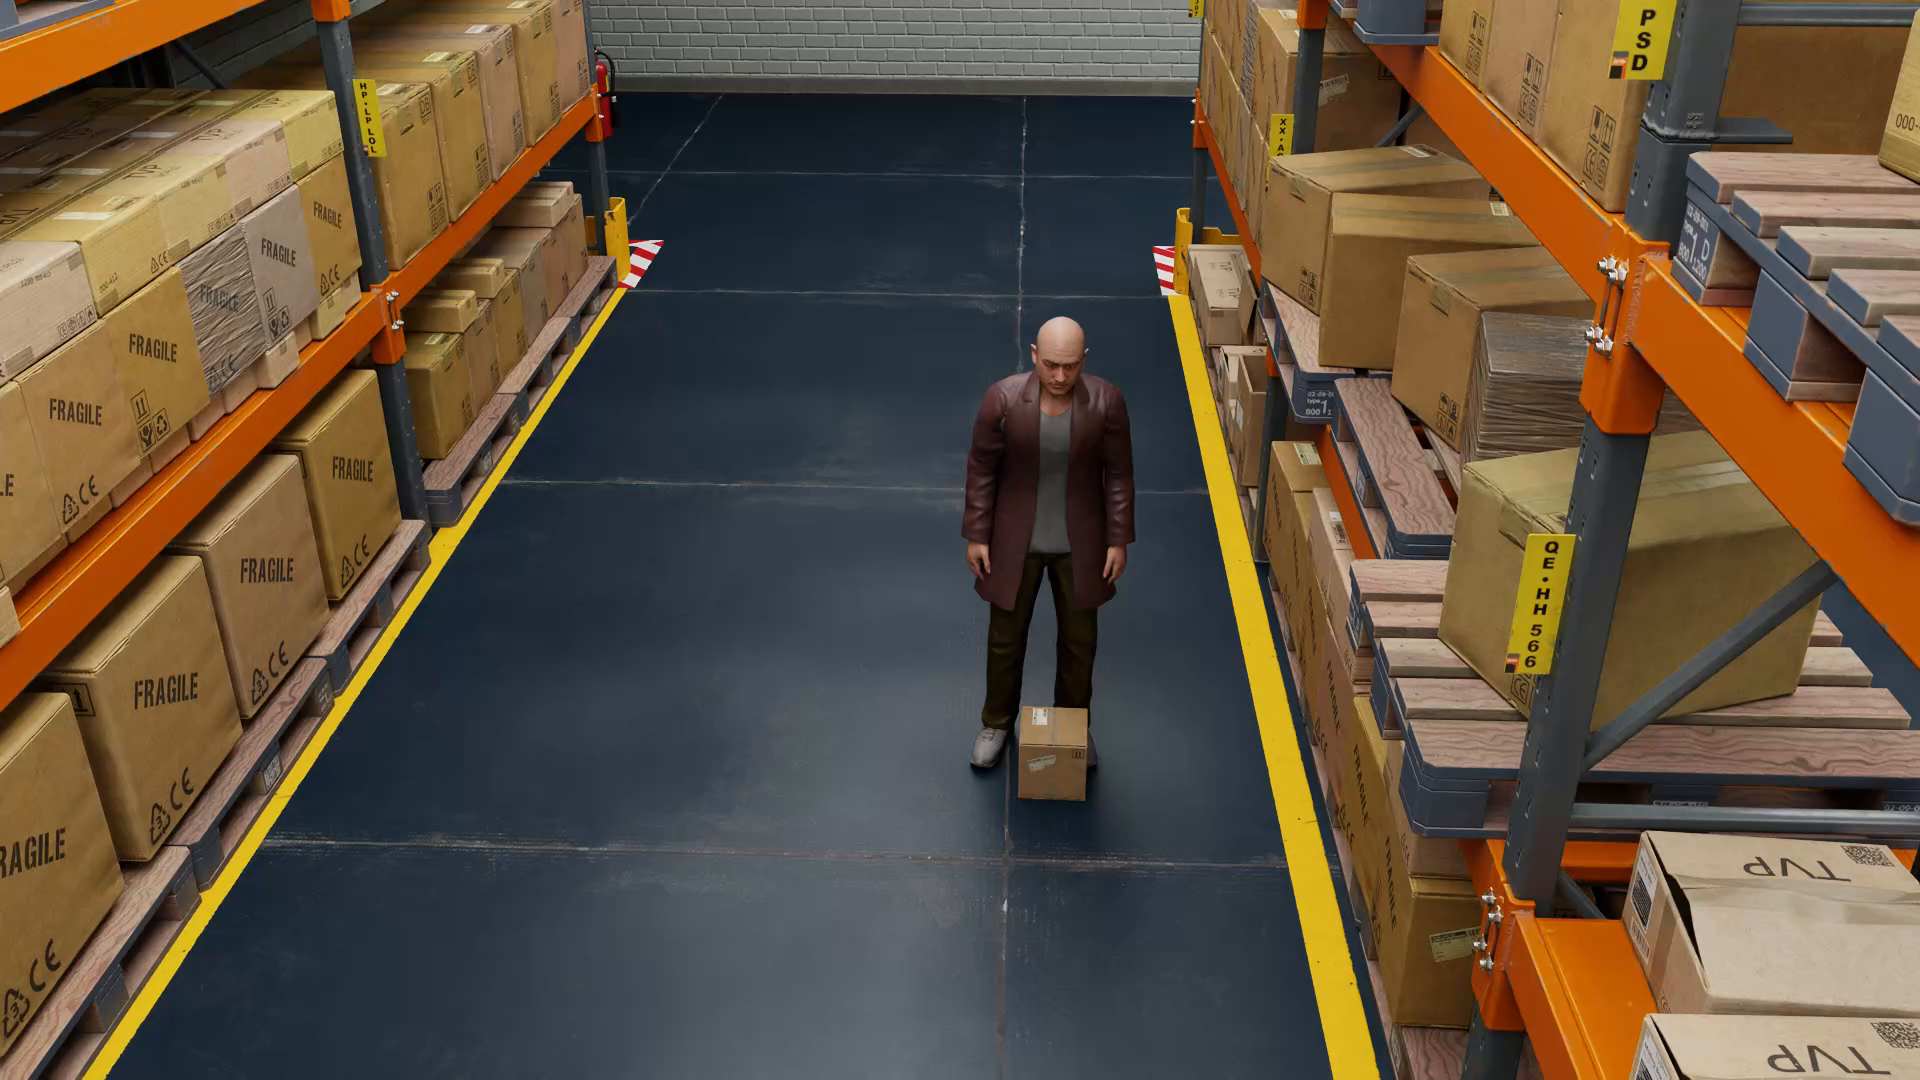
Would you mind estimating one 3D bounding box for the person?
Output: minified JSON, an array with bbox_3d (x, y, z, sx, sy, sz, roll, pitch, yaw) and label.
[{"bbox_3d":[0.323,0.011,6.117,0.640,1.773,0.430,1,28,1],"label":"person"}]
